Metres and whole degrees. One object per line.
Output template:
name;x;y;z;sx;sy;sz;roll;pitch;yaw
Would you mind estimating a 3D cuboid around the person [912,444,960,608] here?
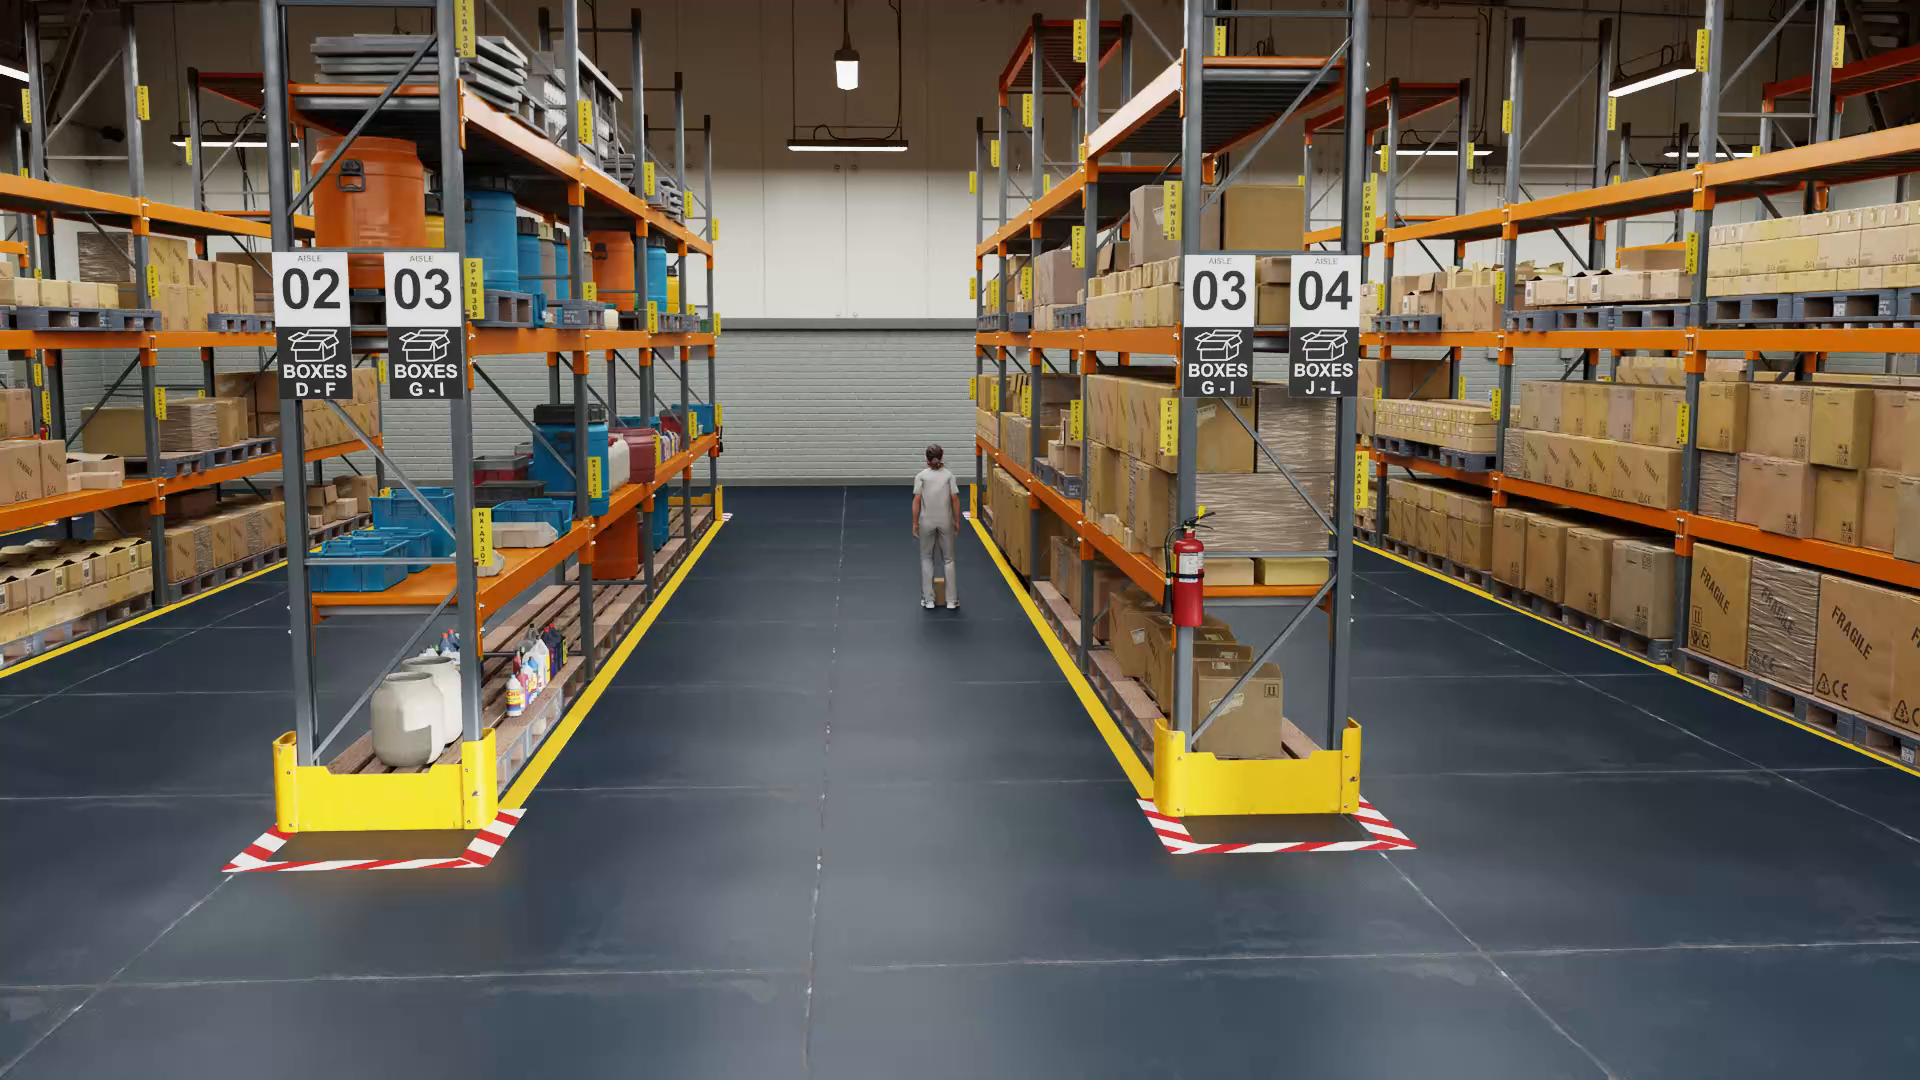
person;-0.241;-0.143;16.929;0.489;1.673;0.404;0;7;-4
